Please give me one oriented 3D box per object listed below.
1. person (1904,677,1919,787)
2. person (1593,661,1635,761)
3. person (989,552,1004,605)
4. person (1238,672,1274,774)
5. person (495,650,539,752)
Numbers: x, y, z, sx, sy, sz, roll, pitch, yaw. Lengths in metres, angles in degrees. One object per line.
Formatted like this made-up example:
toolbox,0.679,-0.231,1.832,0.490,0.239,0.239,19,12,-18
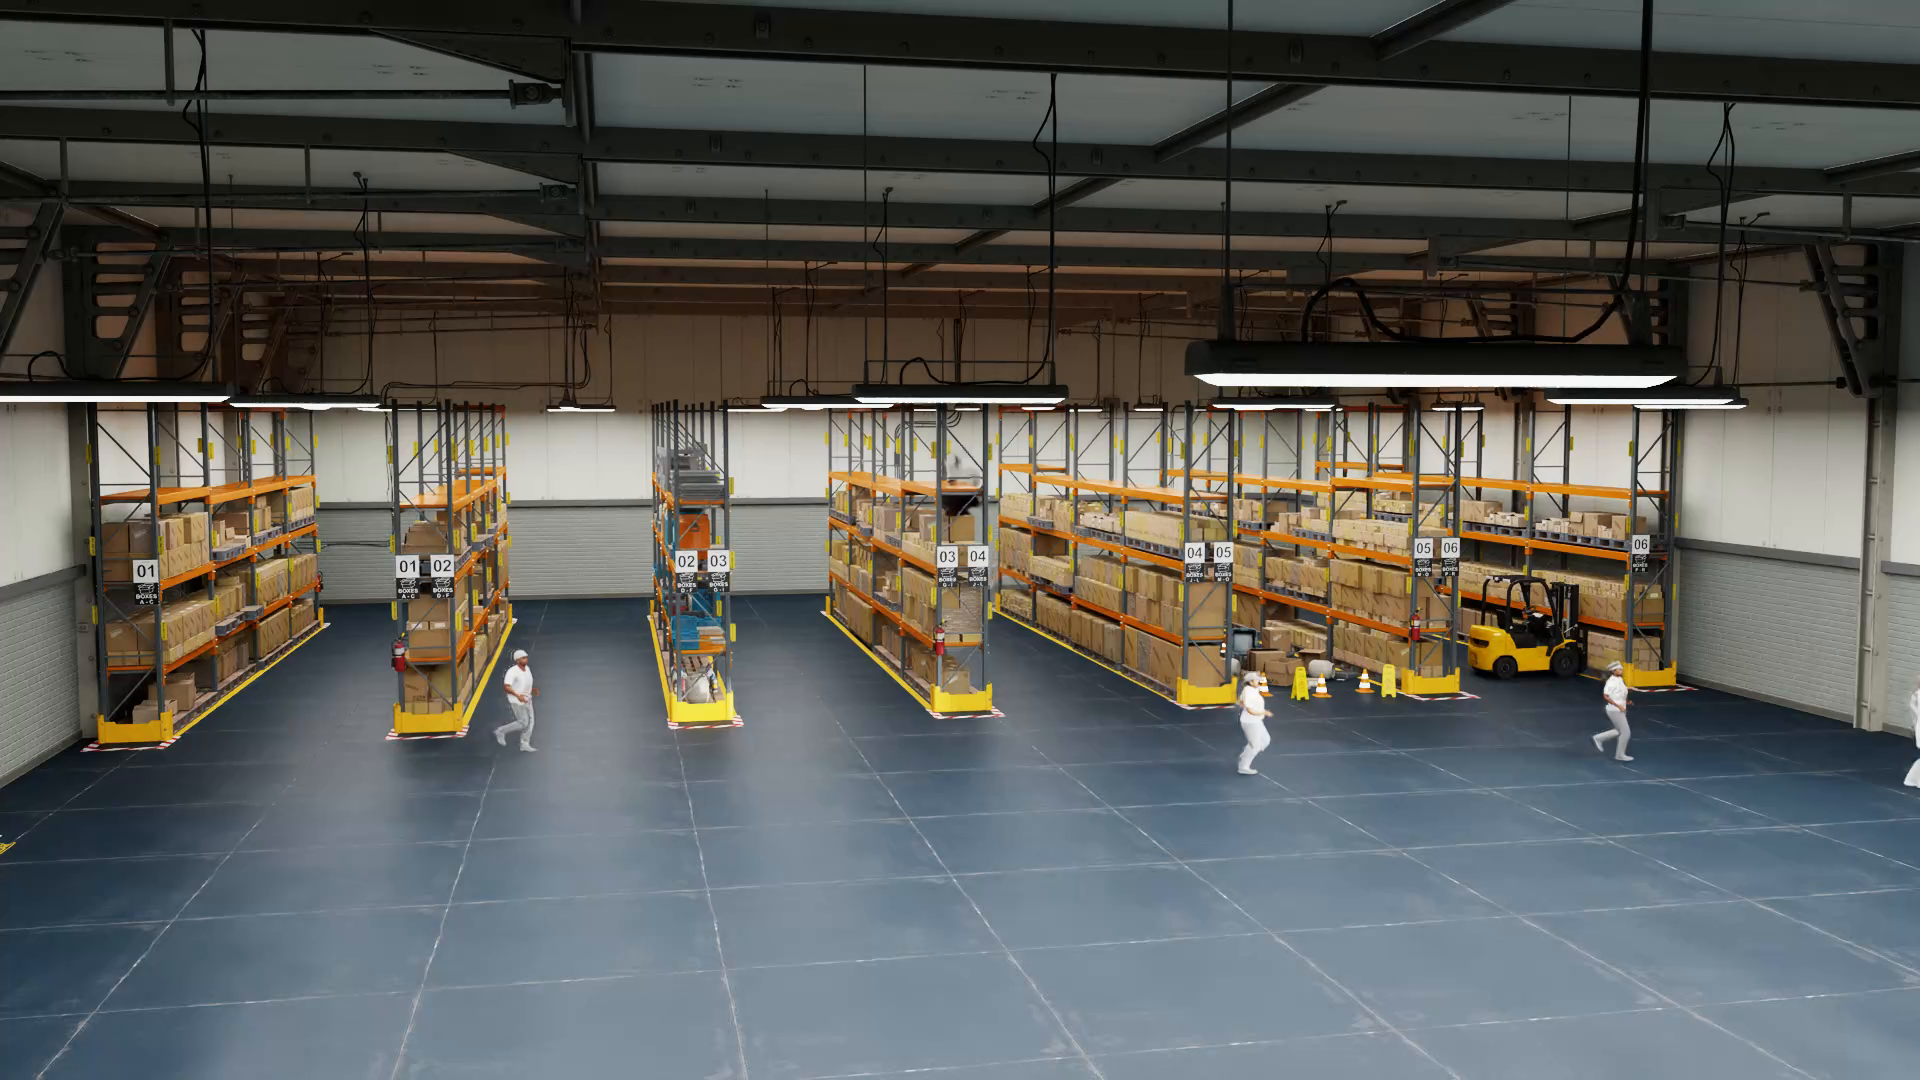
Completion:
person,14.837,2.934,25.384,0.682,1.768,0.690,3,5,34
person,10.848,2.815,27.582,0.663,1.654,0.579,3,5,33
person,1.147,1.161,49.852,0.590,1.608,0.626,-1,4,-17
person,4.716,2.916,26.465,0.550,1.613,0.588,1,4,13
person,-7.523,2.733,28.312,0.695,1.744,0.701,1,4,14
